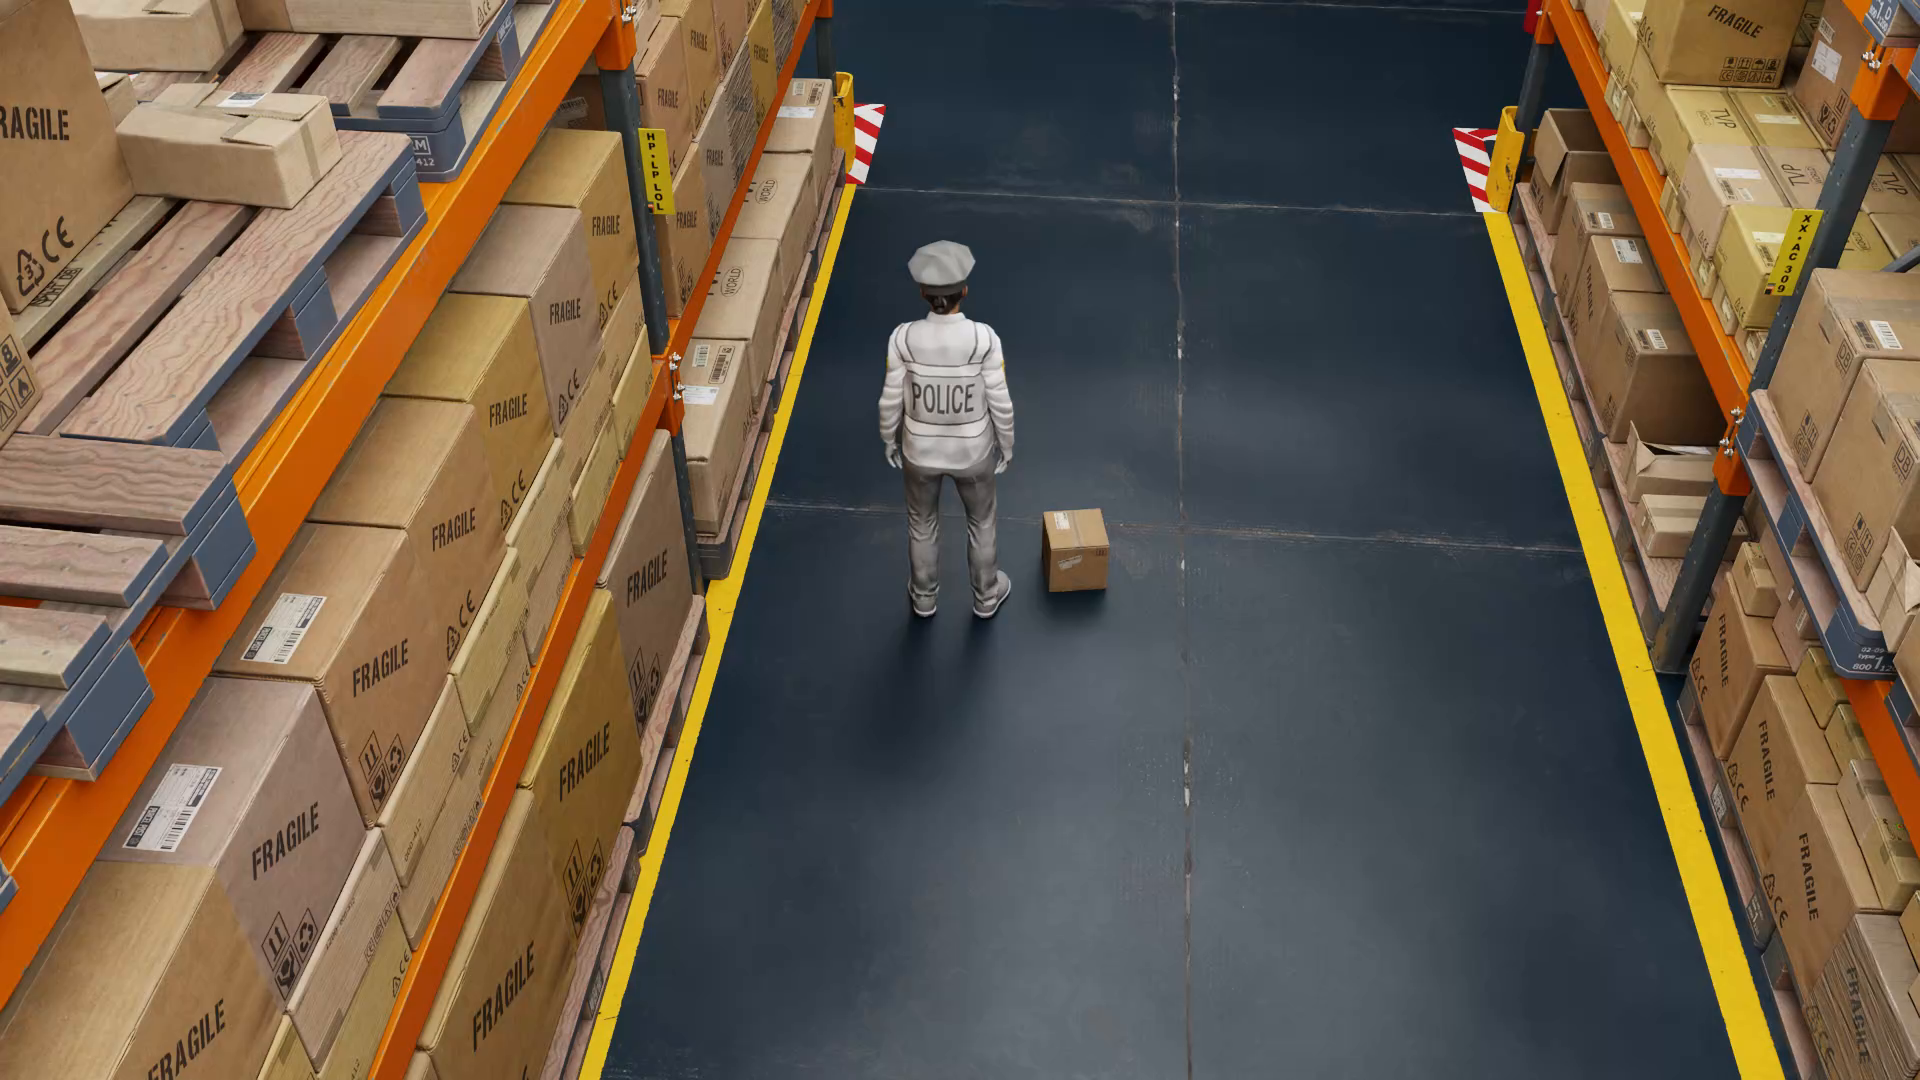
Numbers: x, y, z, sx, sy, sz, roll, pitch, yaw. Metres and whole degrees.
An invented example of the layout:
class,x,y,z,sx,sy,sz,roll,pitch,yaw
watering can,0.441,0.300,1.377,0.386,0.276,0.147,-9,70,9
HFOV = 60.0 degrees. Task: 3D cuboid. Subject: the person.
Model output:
class,x,y,z,sx,sy,sz,roll,pitch,yaw
person,-0.048,-0.382,6.604,0.530,1.663,0.347,3,40,4
